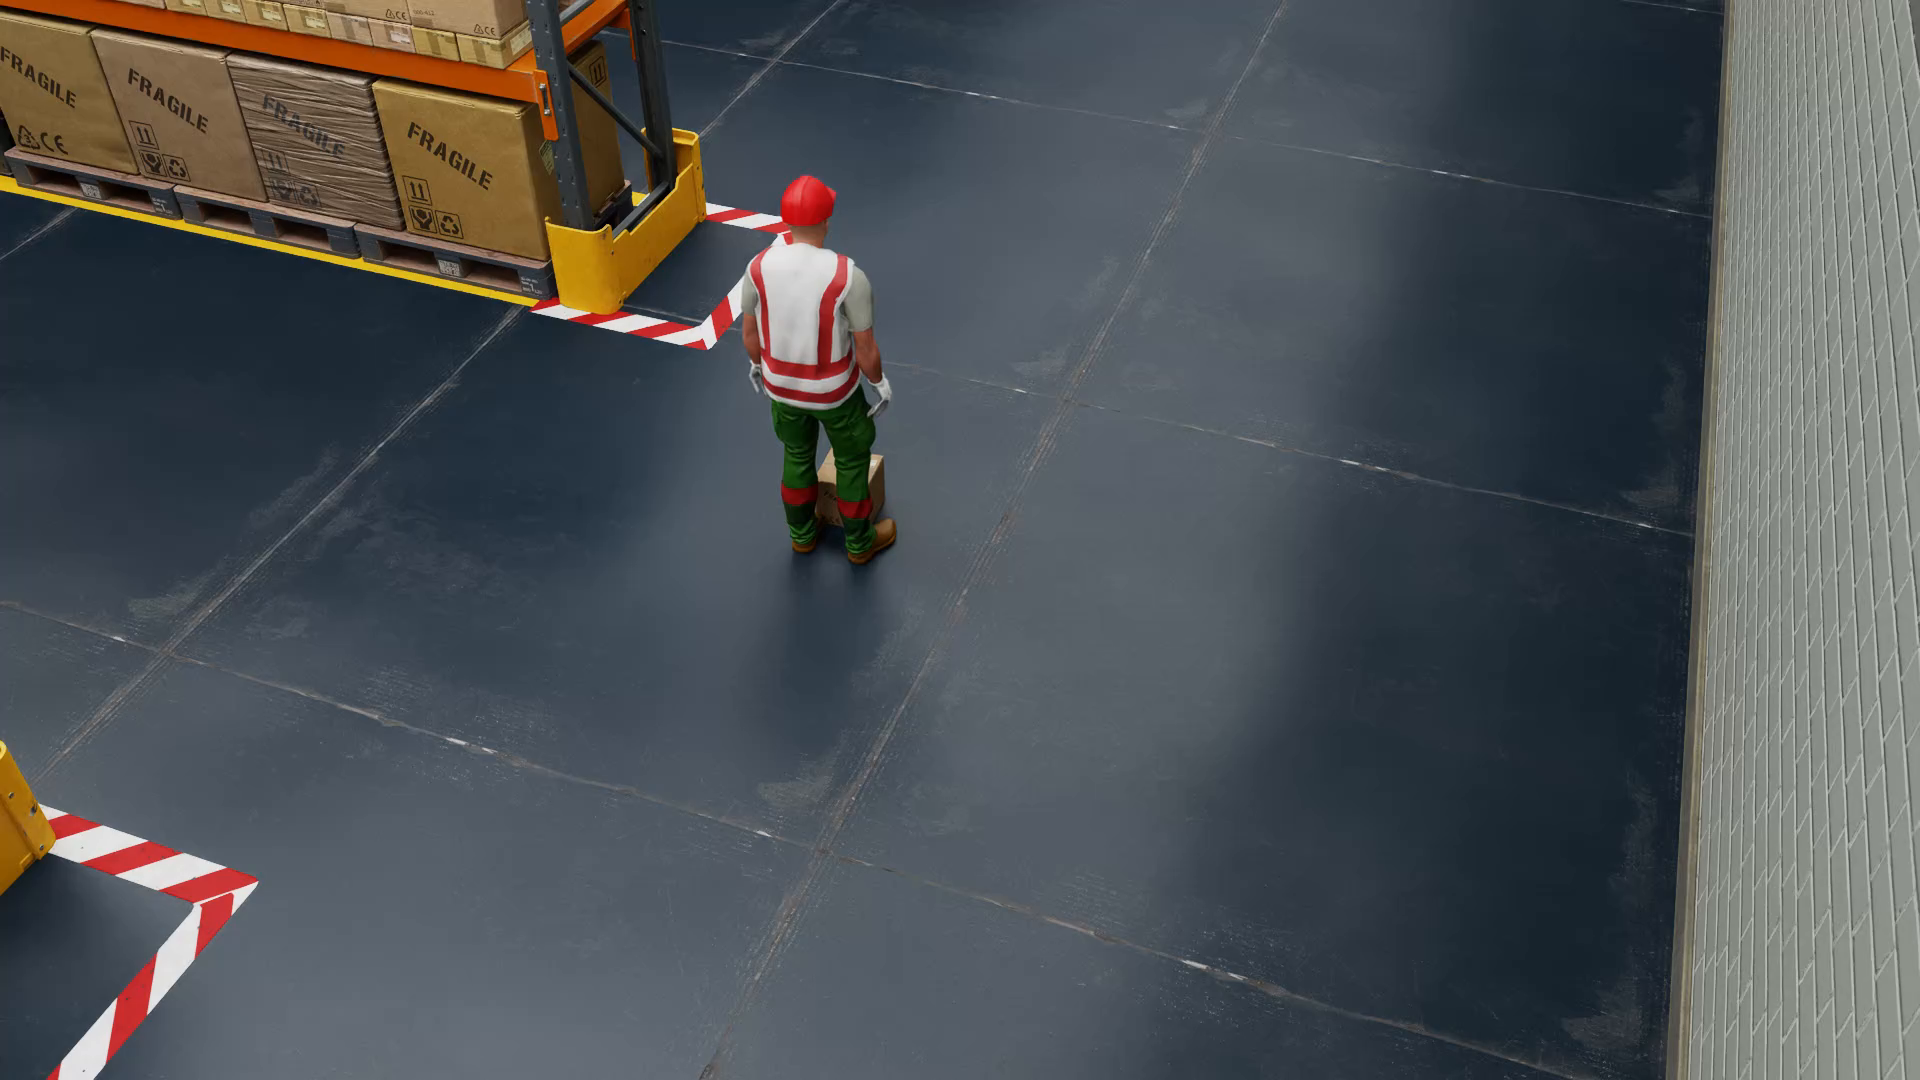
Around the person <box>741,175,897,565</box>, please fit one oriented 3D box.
[{"bbox_3d":[-0.592,-0.671,6.915,0.623,1.780,0.447,12,43,13],"label":"person"}]
